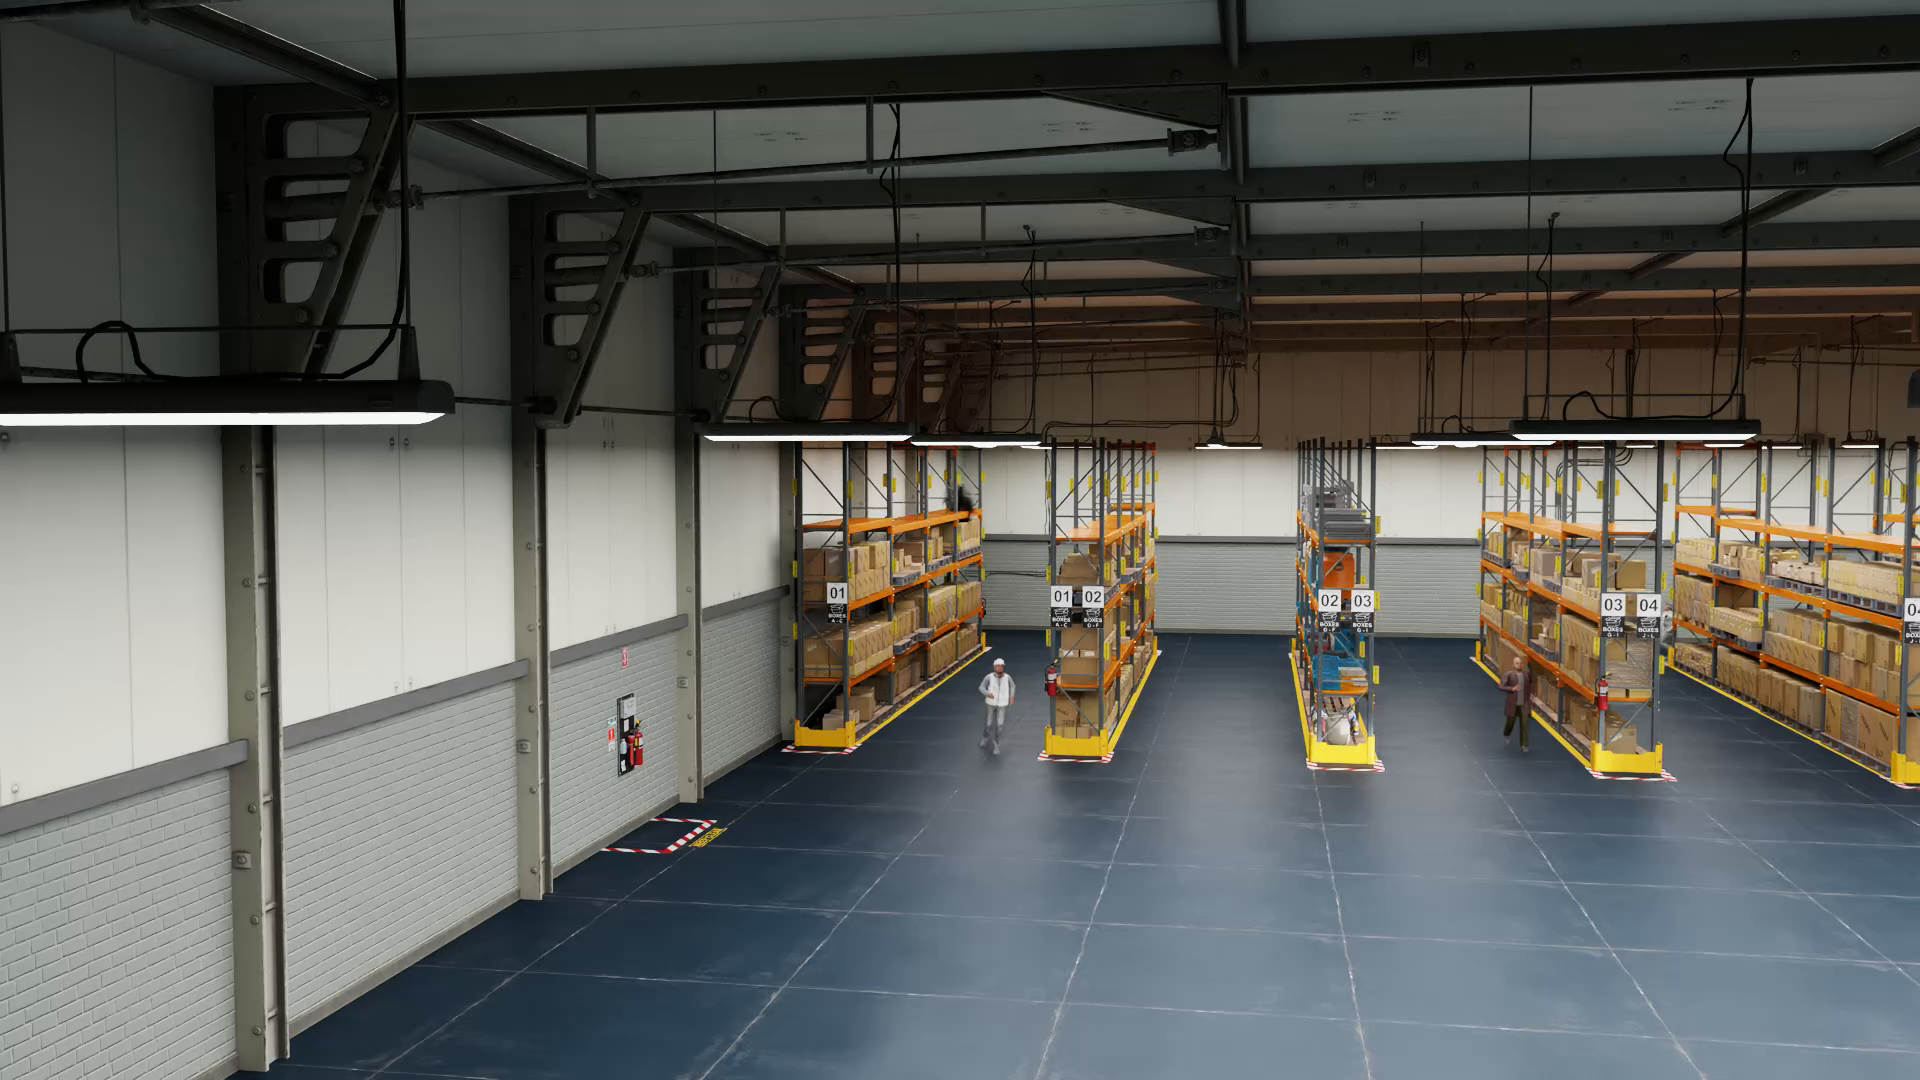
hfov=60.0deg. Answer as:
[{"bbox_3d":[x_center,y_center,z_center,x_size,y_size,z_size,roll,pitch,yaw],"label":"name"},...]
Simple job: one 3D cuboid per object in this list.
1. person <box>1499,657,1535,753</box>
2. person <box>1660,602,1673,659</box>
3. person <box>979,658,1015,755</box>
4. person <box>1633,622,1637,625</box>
[{"bbox_3d":[10.683,3.128,31.866,0.711,1.757,1.039,0,3,3],"label":"person"},{"bbox_3d":[19.435,2.494,45.783,0.535,1.618,0.647,1,3,9],"label":"person"},{"bbox_3d":[0.713,3.171,31.777,0.710,1.817,0.819,0,3,-4],"label":"person"},{"bbox_3d":[16.707,2.704,41.088,0.640,1.743,0.777,1,3,10],"label":"person"}]
